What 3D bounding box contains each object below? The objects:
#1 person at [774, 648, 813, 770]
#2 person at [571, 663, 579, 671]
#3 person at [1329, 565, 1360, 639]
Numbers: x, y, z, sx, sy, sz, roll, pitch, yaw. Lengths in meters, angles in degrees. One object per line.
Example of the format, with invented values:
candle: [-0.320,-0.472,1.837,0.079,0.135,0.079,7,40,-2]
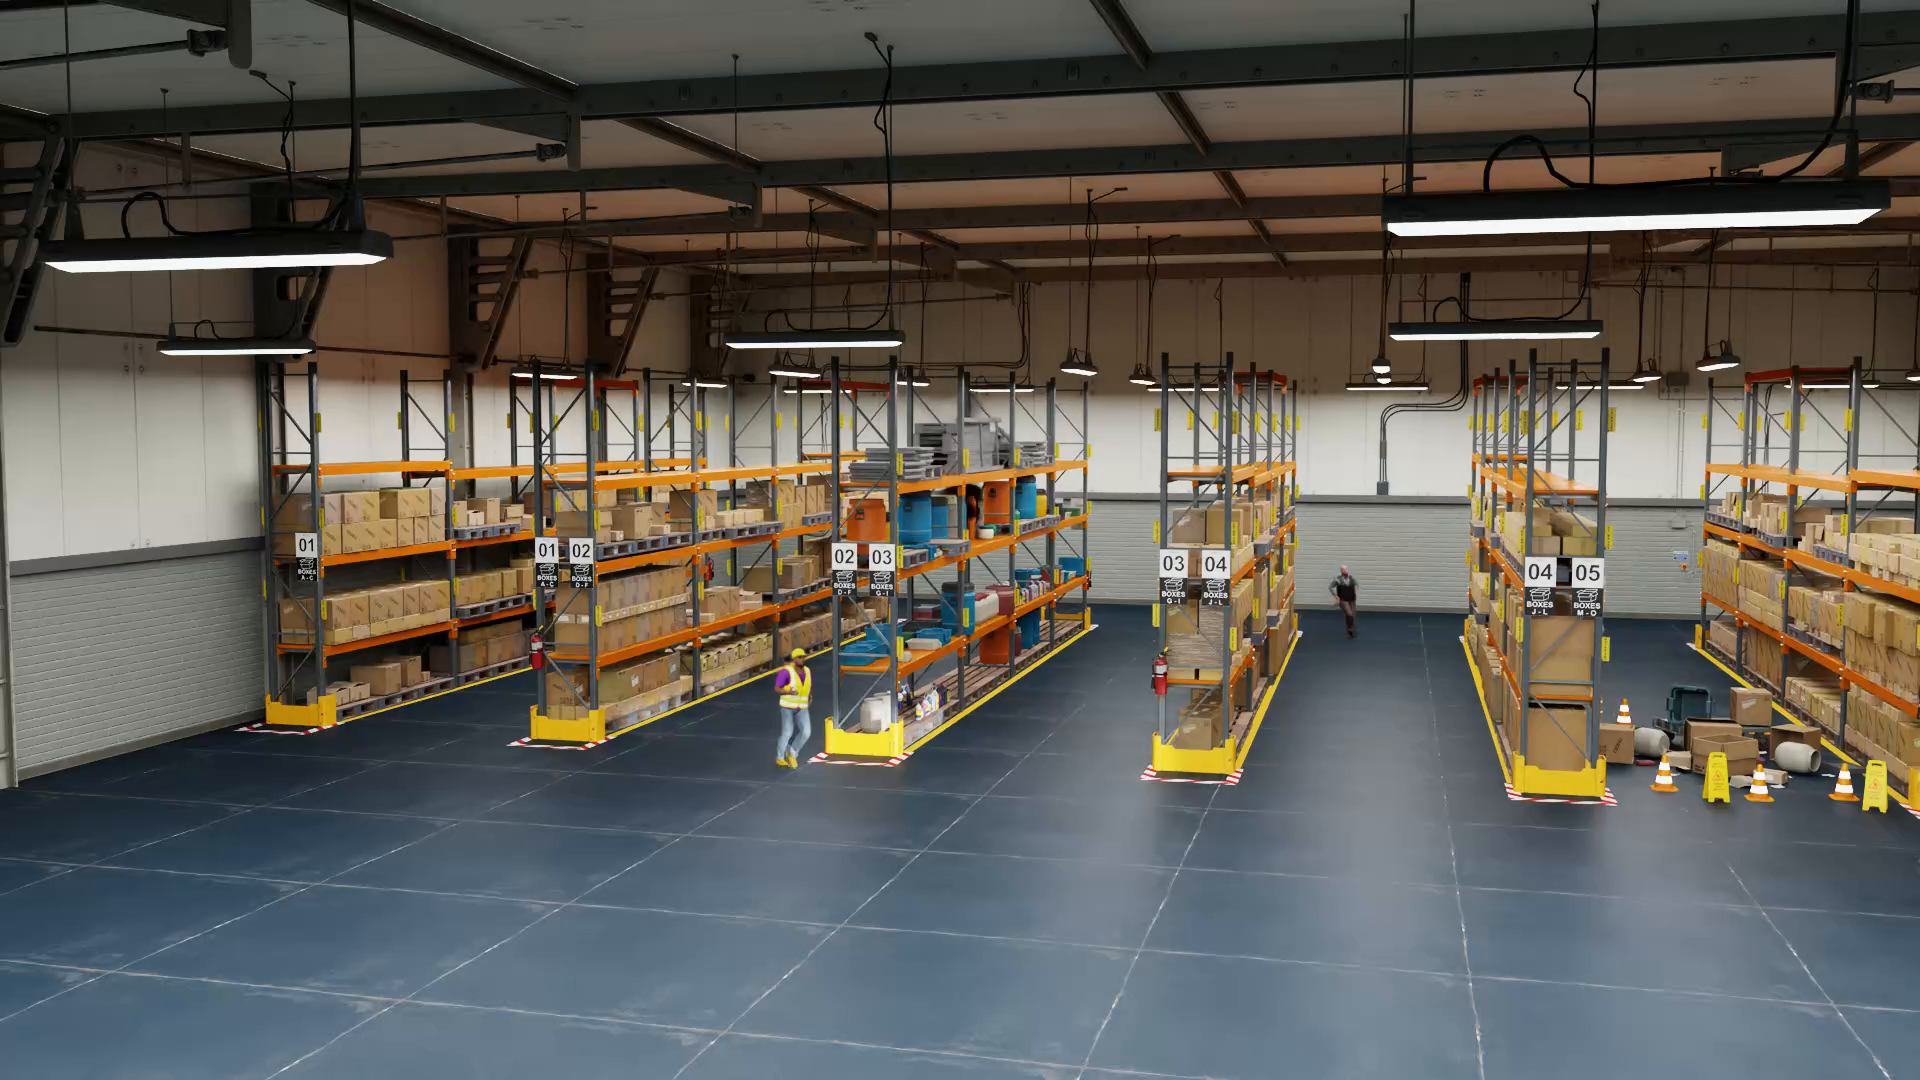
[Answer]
person: [-2.351,2.448,24.081,0.701,1.769,0.678,-2,5,-31]
person: [-7.139,1.960,31.541,0.582,1.732,0.744,0,4,3]
person: [8.969,1.432,38.636,0.681,1.692,0.687,-1,4,-11]
